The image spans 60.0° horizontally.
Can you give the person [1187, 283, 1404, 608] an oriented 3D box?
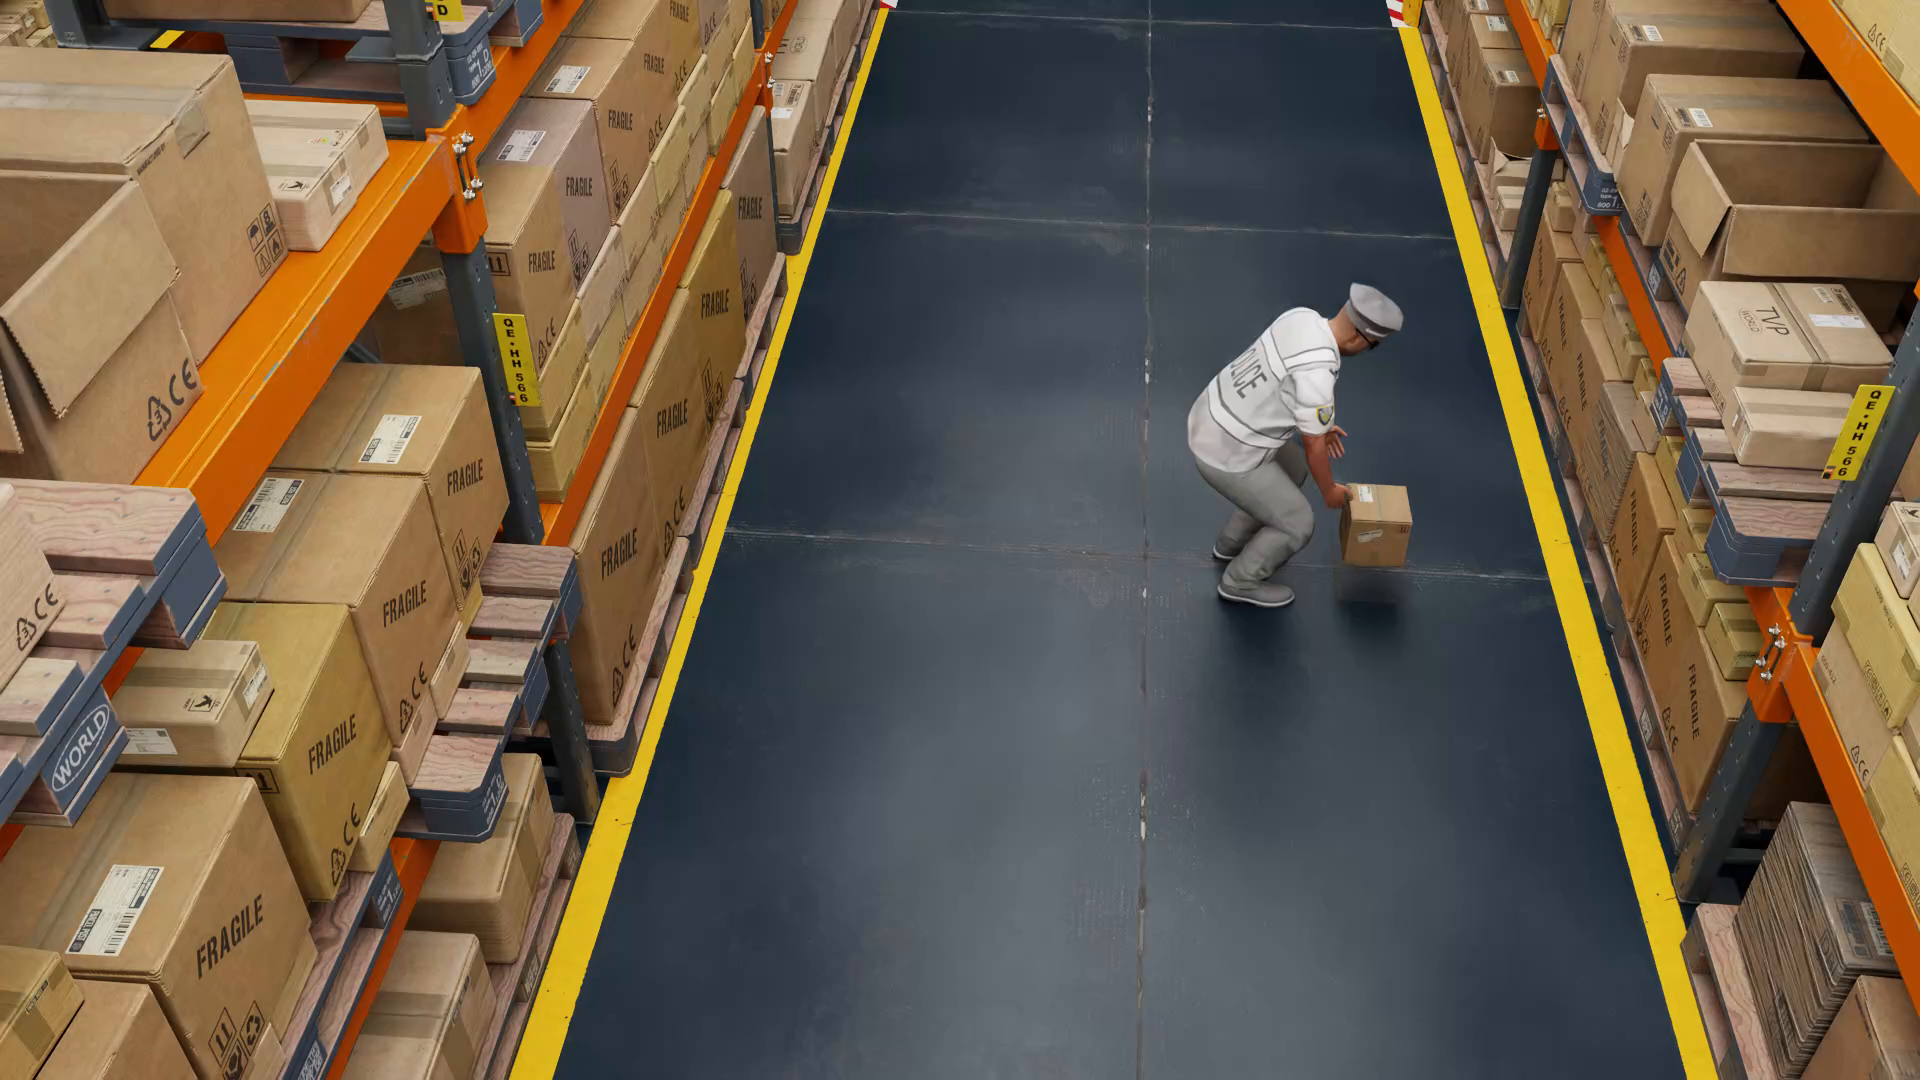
[{"bbox_3d":[1.334,-0.410,6.893,0.790,1.440,0.590,3,40,4],"label":"person"}]
